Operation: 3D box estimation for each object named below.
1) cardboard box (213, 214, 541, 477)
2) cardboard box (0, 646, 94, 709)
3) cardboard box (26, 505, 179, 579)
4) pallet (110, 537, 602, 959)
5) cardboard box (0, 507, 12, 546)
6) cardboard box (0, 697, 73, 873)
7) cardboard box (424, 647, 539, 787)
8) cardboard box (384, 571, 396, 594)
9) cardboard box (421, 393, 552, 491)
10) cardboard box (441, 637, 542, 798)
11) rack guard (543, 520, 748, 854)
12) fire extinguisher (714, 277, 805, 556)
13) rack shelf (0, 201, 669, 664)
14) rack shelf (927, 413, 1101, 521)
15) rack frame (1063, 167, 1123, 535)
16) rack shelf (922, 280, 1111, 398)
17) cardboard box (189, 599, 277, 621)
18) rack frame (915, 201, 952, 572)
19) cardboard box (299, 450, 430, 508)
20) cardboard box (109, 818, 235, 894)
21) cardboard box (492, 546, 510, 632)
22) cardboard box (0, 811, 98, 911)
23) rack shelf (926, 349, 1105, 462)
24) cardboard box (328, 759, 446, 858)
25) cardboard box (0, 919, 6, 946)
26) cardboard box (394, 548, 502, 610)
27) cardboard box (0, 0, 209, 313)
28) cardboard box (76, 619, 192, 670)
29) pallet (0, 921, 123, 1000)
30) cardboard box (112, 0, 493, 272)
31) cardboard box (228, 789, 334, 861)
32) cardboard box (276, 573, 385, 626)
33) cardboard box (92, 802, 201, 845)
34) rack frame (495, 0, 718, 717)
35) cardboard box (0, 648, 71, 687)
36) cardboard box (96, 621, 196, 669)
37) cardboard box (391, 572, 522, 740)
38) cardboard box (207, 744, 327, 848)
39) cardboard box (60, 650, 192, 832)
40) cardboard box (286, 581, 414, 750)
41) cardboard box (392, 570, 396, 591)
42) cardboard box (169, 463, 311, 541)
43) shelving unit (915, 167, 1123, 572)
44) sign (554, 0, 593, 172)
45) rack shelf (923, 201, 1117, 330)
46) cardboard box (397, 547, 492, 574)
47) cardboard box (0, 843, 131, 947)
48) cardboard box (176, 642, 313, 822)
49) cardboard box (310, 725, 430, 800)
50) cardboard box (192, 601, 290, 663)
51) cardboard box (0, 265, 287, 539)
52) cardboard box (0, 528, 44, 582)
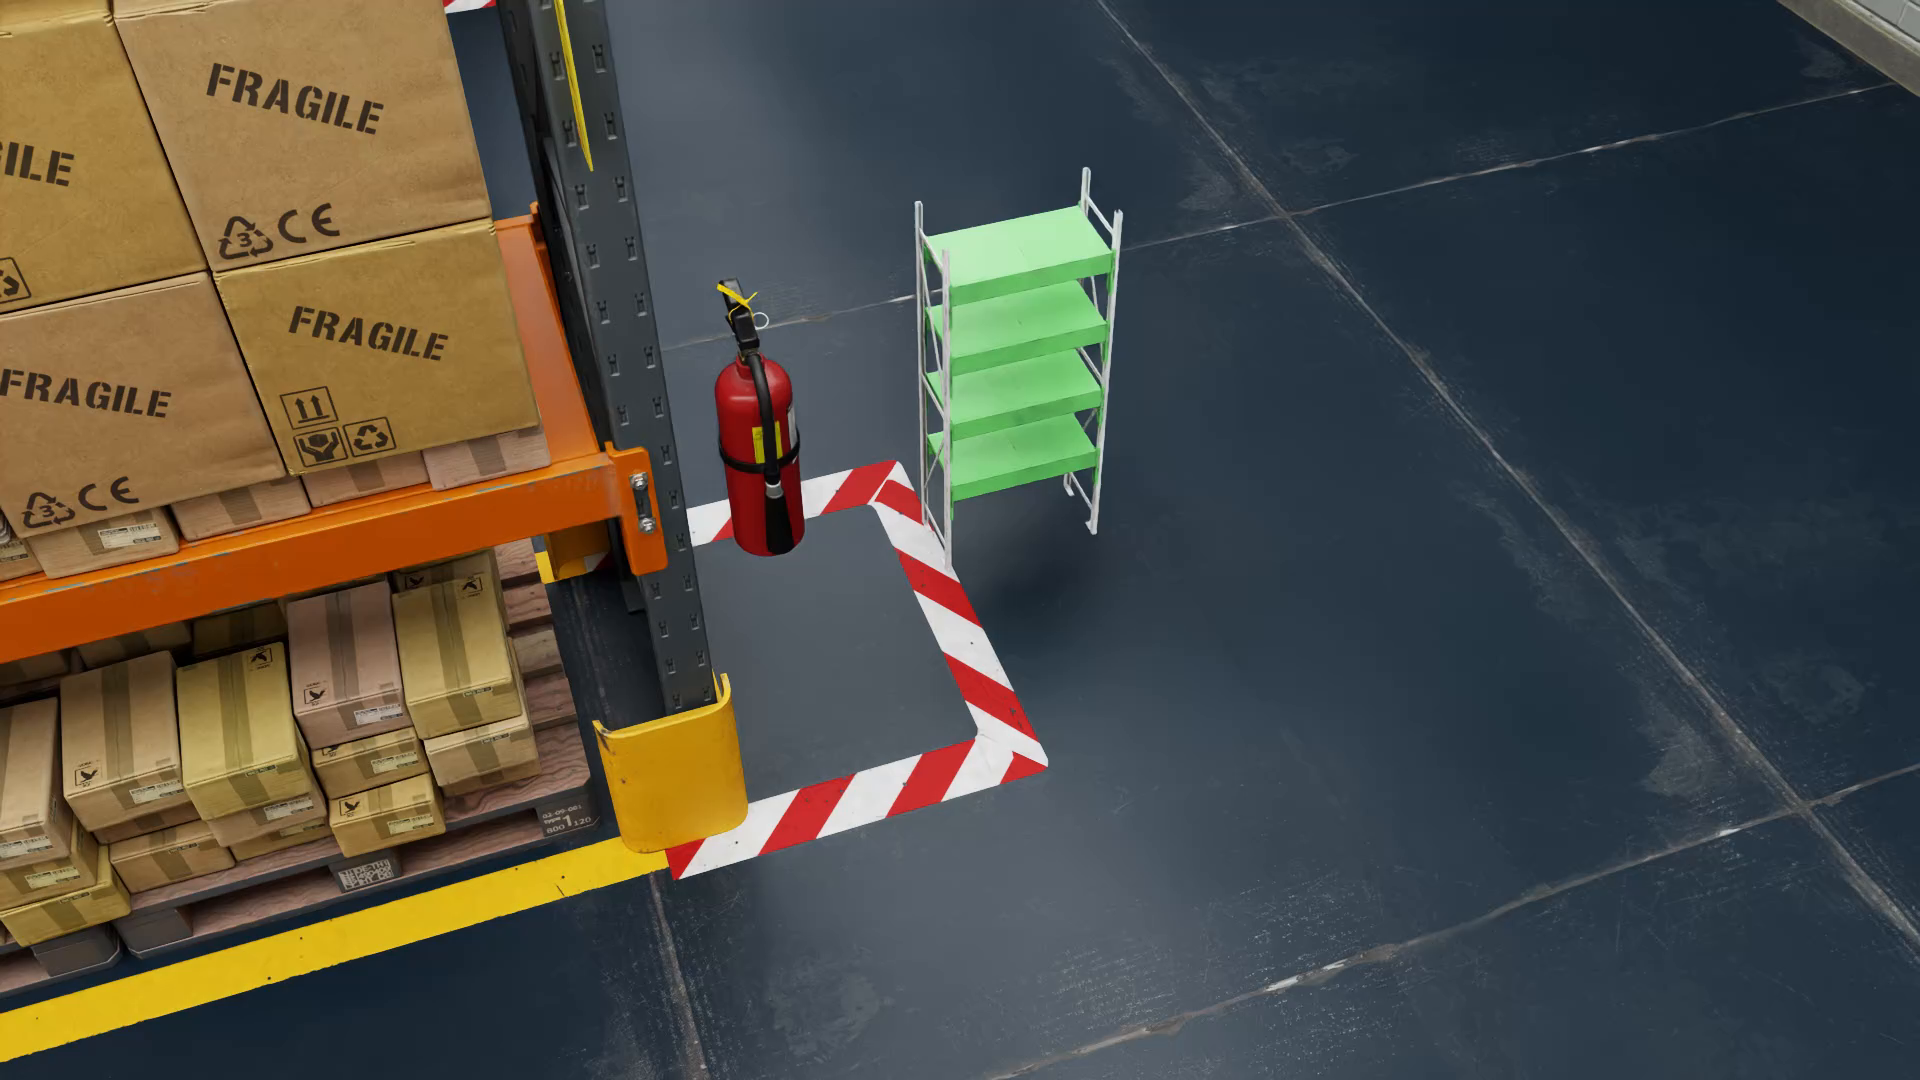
[{"bbox_3d":[-1.180,-0.521,3.371,0.500,0.500,0.500,-13,47,-13],"label":"cardboard box"},{"bbox_3d":[-2.397,0.310,4.330,0.250,0.149,0.380,-16,47,-16],"label":"cardboard box"},{"bbox_3d":[-1.765,-0.123,3.432,0.250,0.149,0.380,-13,47,-13],"label":"cardboard box"},{"bbox_3d":[-1.693,0.514,4.589,1.213,0.211,1.003,-14,47,-14],"label":"pallet"},{"bbox_3d":[-2.140,-0.273,3.123,0.500,0.500,0.500,-14,47,-14],"label":"cardboard box"},{"bbox_3d":[-2.212,0.574,3.856,0.250,0.149,0.380,-13,46,-12],"label":"cardboard box"},{"bbox_3d":[-1.244,0.410,4.230,0.250,0.149,0.380,-16,47,-15],"label":"cardboard box"},{"bbox_3d":[-1.702,0.076,4.563,0.250,0.149,0.380,-15,47,-14],"label":"cardboard box"},{"bbox_3d":[-1.056,-0.305,3.614,0.250,0.149,0.380,-14,47,-14],"label":"cardboard box"},{"bbox_3d":[-1.269,0.463,4.387,0.250,0.149,0.380,-14,47,-13],"label":"cardboard box"},{"bbox_3d":[-0.916,0.240,4.658,0.348,0.500,1.175,-14,47,-14],"label":"rack guard"},{"bbox_3d":[-0.451,-0.255,3.704,0.183,0.674,0.296,-14,47,-14],"label":"fire extinguisher"},{"bbox_3d":[-2.726,0.074,3.566,4.000,0.370,1.077,-14,47,-14],"label":"rack shelf"},{"bbox_3d":[0.156,-0.249,5.080,0.480,0.148,0.258,-14,47,-14],"label":"rack shelf"},{"bbox_3d":[0.385,-0.522,4.923,0.015,1.200,0.240,-14,47,-14],"label":"rack frame"},{"bbox_3d":[0.156,-0.588,4.740,0.480,0.148,0.258,-14,47,-14],"label":"rack shelf"},{"bbox_3d":[-1.952,0.009,4.420,0.250,0.149,0.380,-14,47,-14],"label":"cardboard box"},{"bbox_3d":[-0.074,-0.405,4.806,0.015,1.200,0.240,-14,47,-14],"label":"rack frame"},{"bbox_3d":[-1.302,-0.270,3.579,0.250,0.149,0.380,-14,47,-14],"label":"cardboard box"},{"bbox_3d":[-1.982,0.667,4.184,0.250,0.149,0.380,-14,47,-13],"label":"cardboard box"},{"bbox_3d":[-1.446,0.110,4.739,0.250,0.149,0.380,-13,47,-13],"label":"cardboard box"},{"bbox_3d":[-2.215,0.669,3.972,0.250,0.149,0.380,-14,47,-13],"label":"cardboard box"},{"bbox_3d":[0.156,-0.418,4.910,0.480,0.148,0.258,-14,47,-14],"label":"rack shelf"},{"bbox_3d":[-1.477,0.592,4.258,0.250,0.149,0.380,-13,47,-13],"label":"cardboard box"},{"bbox_3d":[-2.465,0.822,4.029,0.250,0.149,0.380,-13,47,-13],"label":"cardboard box"},{"bbox_3d":[-1.425,0.047,4.591,0.250,0.149,0.380,-13,46,-12],"label":"cardboard box"},{"bbox_3d":[-1.668,-0.756,2.899,0.500,0.500,0.500,-16,47,-15],"label":"cardboard box"},{"bbox_3d":[-2.157,0.124,4.305,0.250,0.149,0.380,-16,47,-16],"label":"cardboard box"},{"bbox_3d":[-2.838,0.805,4.299,1.213,0.211,1.003,-14,47,-14],"label":"pallet"},{"bbox_3d":[-1.191,-0.878,3.021,0.500,0.500,0.500,-15,47,-15],"label":"cardboard box"},{"bbox_3d":[-1.755,0.598,4.252,0.250,0.149,0.380,-15,47,-14],"label":"cardboard box"},{"bbox_3d":[-1.672,0.034,4.395,0.250,0.149,0.380,-14,47,-13],"label":"cardboard box"},{"bbox_3d":[-2.020,0.532,4.109,0.250,0.149,0.380,-15,47,-14],"label":"cardboard box"},{"bbox_3d":[-0.845,-0.661,3.791,0.127,3.000,1.000,-14,47,-14],"label":"rack frame"},{"bbox_3d":[-2.421,0.184,4.245,0.250,0.149,0.380,-13,46,-12],"label":"cardboard box"},{"bbox_3d":[-2.180,0.183,4.456,0.250,0.149,0.380,-13,47,-13],"label":"cardboard box"},{"bbox_3d":[-1.257,0.284,4.146,0.250,0.149,0.380,-14,47,-13],"label":"cardboard box"},{"bbox_3d":[-1.733,0.536,4.105,0.250,0.149,0.380,-16,47,-15],"label":"cardboard box"},{"bbox_3d":[-1.978,0.473,3.957,0.250,0.149,0.380,-16,47,-15],"label":"cardboard box"},{"bbox_3d":[-1.513,0.306,4.124,0.250,0.149,0.380,-13,47,-13],"label":"cardboard box"},{"bbox_3d":[-1.665,0.228,4.622,0.250,0.149,0.380,-15,47,-14],"label":"cardboard box"},{"bbox_3d":[-1.533,-0.200,3.509,0.250,0.149,0.380,-15,47,-14],"label":"cardboard box"},{"bbox_3d":[0.156,-0.463,4.865,0.503,1.200,0.258,-14,47,-14],"label":"shelving unit"},{"bbox_3d":[-0.675,-0.806,2.895,0.005,0.325,0.100,-14,47,-14],"label":"sign"},{"bbox_3d":[0.156,-0.757,4.570,0.480,0.148,0.258,-14,47,-14],"label":"rack shelf"},{"bbox_3d":[-1.453,-0.113,4.541,0.250,0.149,0.380,-16,47,-16],"label":"cardboard box"},{"bbox_3d":[-2.201,0.770,4.081,0.250,0.149,0.380,-16,47,-16],"label":"cardboard box"},{"bbox_3d":[-1.713,0.453,3.977,0.250,0.149,0.380,-15,47,-15],"label":"cardboard box"},{"bbox_3d":[-1.509,0.437,4.203,0.250,0.149,0.380,-15,47,-15],"label":"cardboard box"},{"bbox_3d":[-1.902,0.194,4.446,0.250,0.149,0.380,-14,47,-13],"label":"cardboard box"},{"bbox_3d":[-1.666,-0.401,3.251,0.500,0.500,0.500,-15,47,-15],"label":"cardboard box"},{"bbox_3d":[-2.023,-0.079,3.389,0.250,0.149,0.380,-16,47,-16],"label":"cardboard box"}]
